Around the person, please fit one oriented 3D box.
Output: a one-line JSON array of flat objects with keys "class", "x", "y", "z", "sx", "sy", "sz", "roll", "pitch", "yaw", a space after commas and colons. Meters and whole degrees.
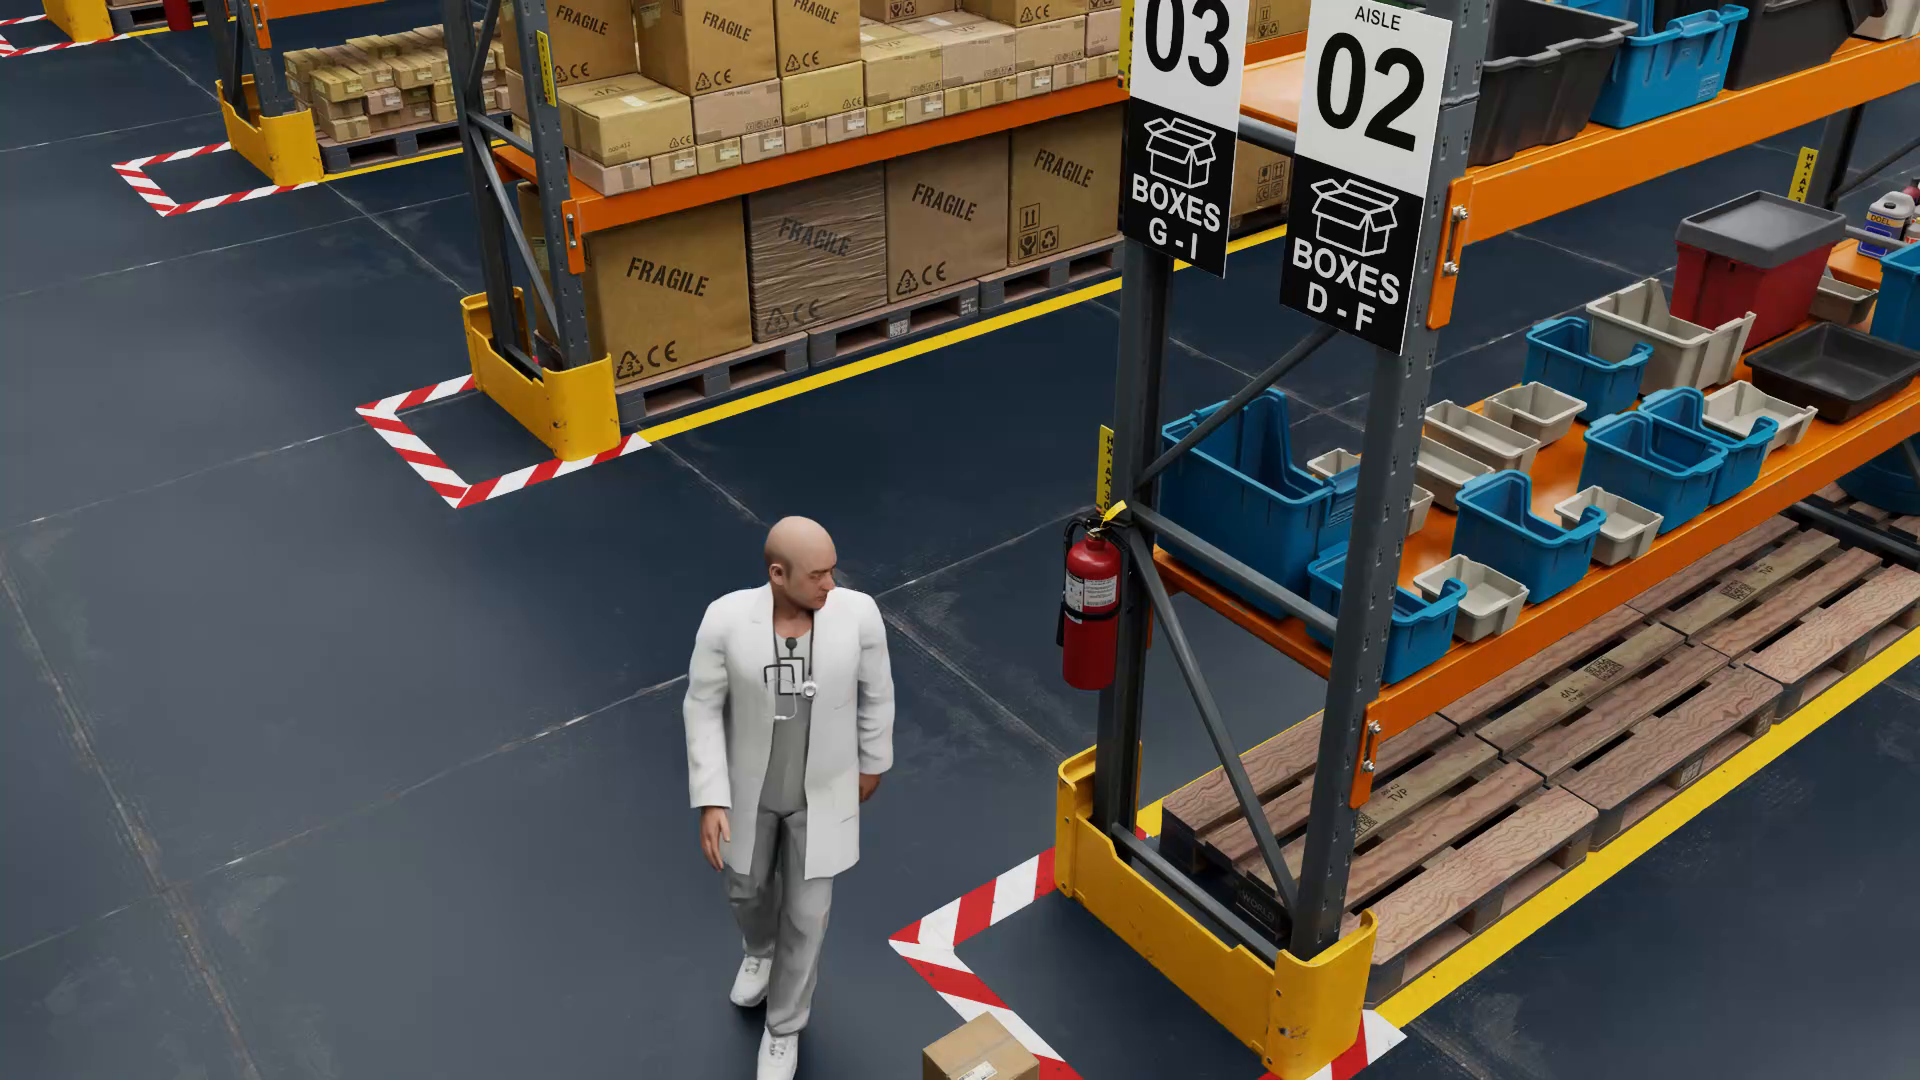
[{"class": "person", "x": -0.491, "y": 0.772, "z": 4.887, "sx": 0.605, "sy": 1.781, "sz": 0.675, "roll": -1, "pitch": 32, "yaw": -2}]
